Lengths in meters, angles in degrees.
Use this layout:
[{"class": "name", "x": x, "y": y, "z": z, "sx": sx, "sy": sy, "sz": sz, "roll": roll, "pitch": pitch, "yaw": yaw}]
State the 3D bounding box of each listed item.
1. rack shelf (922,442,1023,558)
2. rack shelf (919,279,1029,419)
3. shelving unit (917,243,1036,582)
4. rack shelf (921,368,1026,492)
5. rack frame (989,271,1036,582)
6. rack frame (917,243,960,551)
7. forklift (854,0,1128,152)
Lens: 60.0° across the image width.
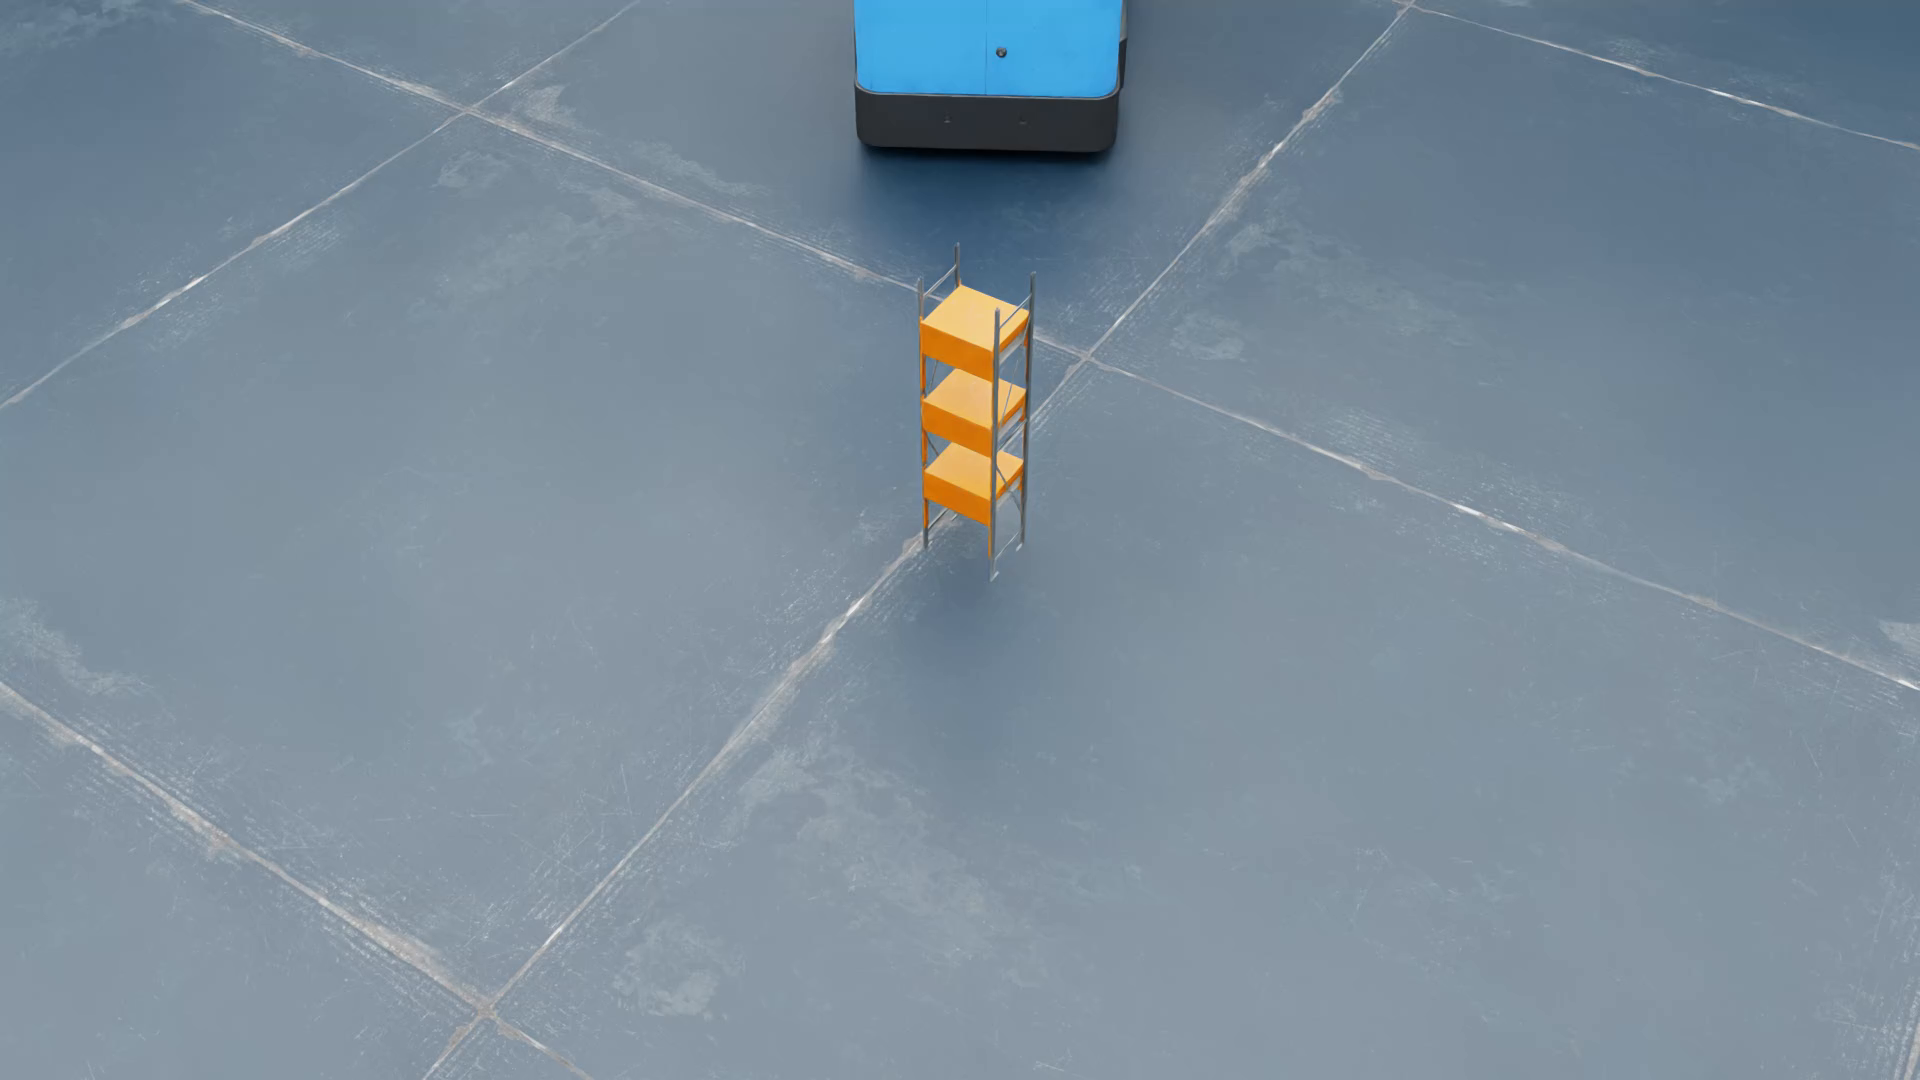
[{"class": "rack shelf", "x": 0.045, "y": -0.144, "z": 5.060, "sx": 0.240, "sy": 0.259, "sz": 0.215, "roll": 25, "pitch": 51, "yaw": 22}, {"class": "rack shelf", "x": 0.045, "y": -0.536, "z": 4.657, "sx": 0.240, "sy": 0.259, "sz": 0.215, "roll": 25, "pitch": 51, "yaw": 22}, {"class": "shelving unit", "x": 0.045, "y": -0.345, "z": 4.853, "sx": 0.252, "sy": 1.050, "sz": 0.215, "roll": 25, "pitch": 51, "yaw": 22}, {"class": "rack shelf", "x": 0.045, "y": -0.338, "z": 4.861, "sx": 0.240, "sy": 0.259, "sz": 0.215, "roll": 25, "pitch": 51, "yaw": 22}, {"class": "rack frame", "x": 0.148, "y": -0.298, "z": 4.807, "sx": 0.008, "sy": 1.050, "sz": 0.200, "roll": 25, "pitch": 51, "yaw": 22}, {"class": "rack frame", "x": -0.058, "y": -0.392, "z": 4.899, "sx": 0.008, "sy": 1.050, "sz": 0.200, "roll": 25, "pitch": 51, "yaw": 22}, {"class": "forklift", "x": 0.173, "y": -3.622, "z": 6.726, "sx": 1.130, "sy": 2.935, "sz": 3.031, "roll": 2, "pitch": 46, "yaw": 2}]
